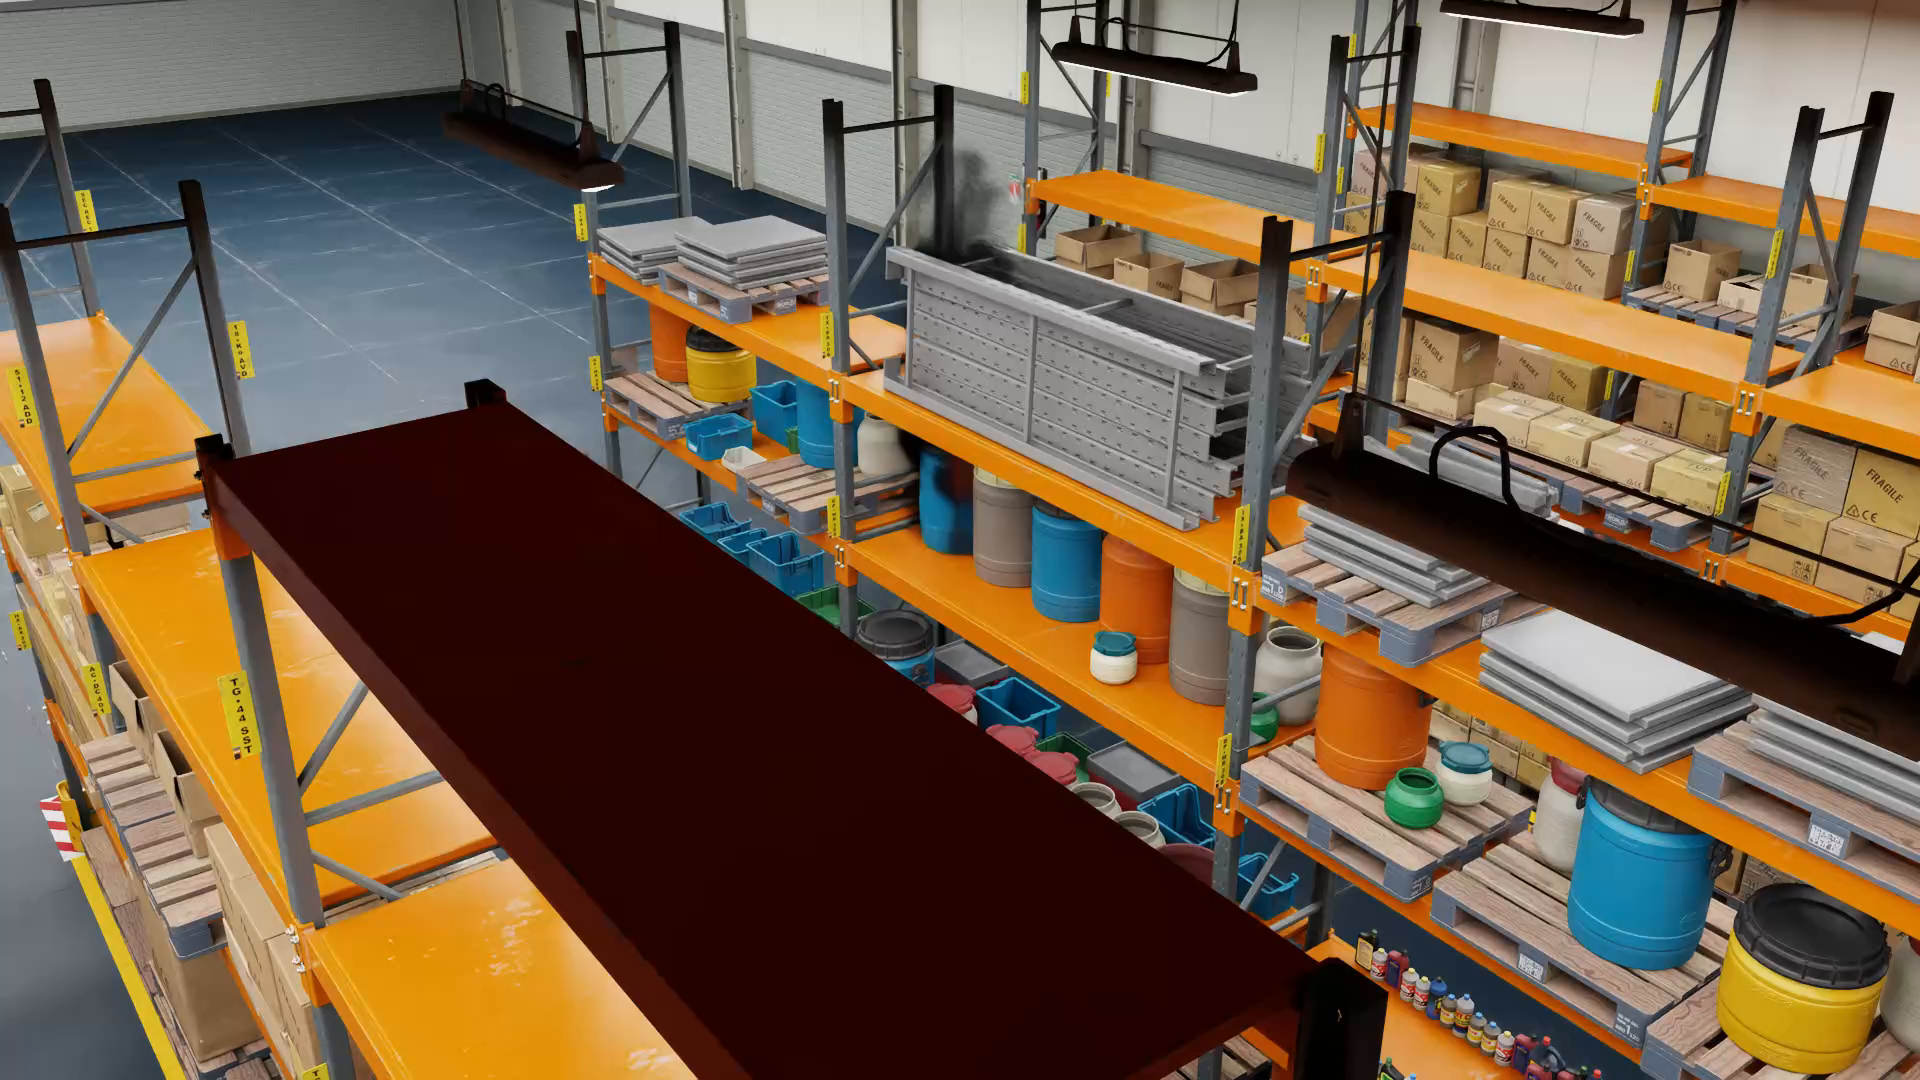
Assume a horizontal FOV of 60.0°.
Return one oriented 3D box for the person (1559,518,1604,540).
[{"bbox_3d":[5.968,0.426,16.111,0.706,1.732,1.055,-19,31,-35],"label":"person"}]
